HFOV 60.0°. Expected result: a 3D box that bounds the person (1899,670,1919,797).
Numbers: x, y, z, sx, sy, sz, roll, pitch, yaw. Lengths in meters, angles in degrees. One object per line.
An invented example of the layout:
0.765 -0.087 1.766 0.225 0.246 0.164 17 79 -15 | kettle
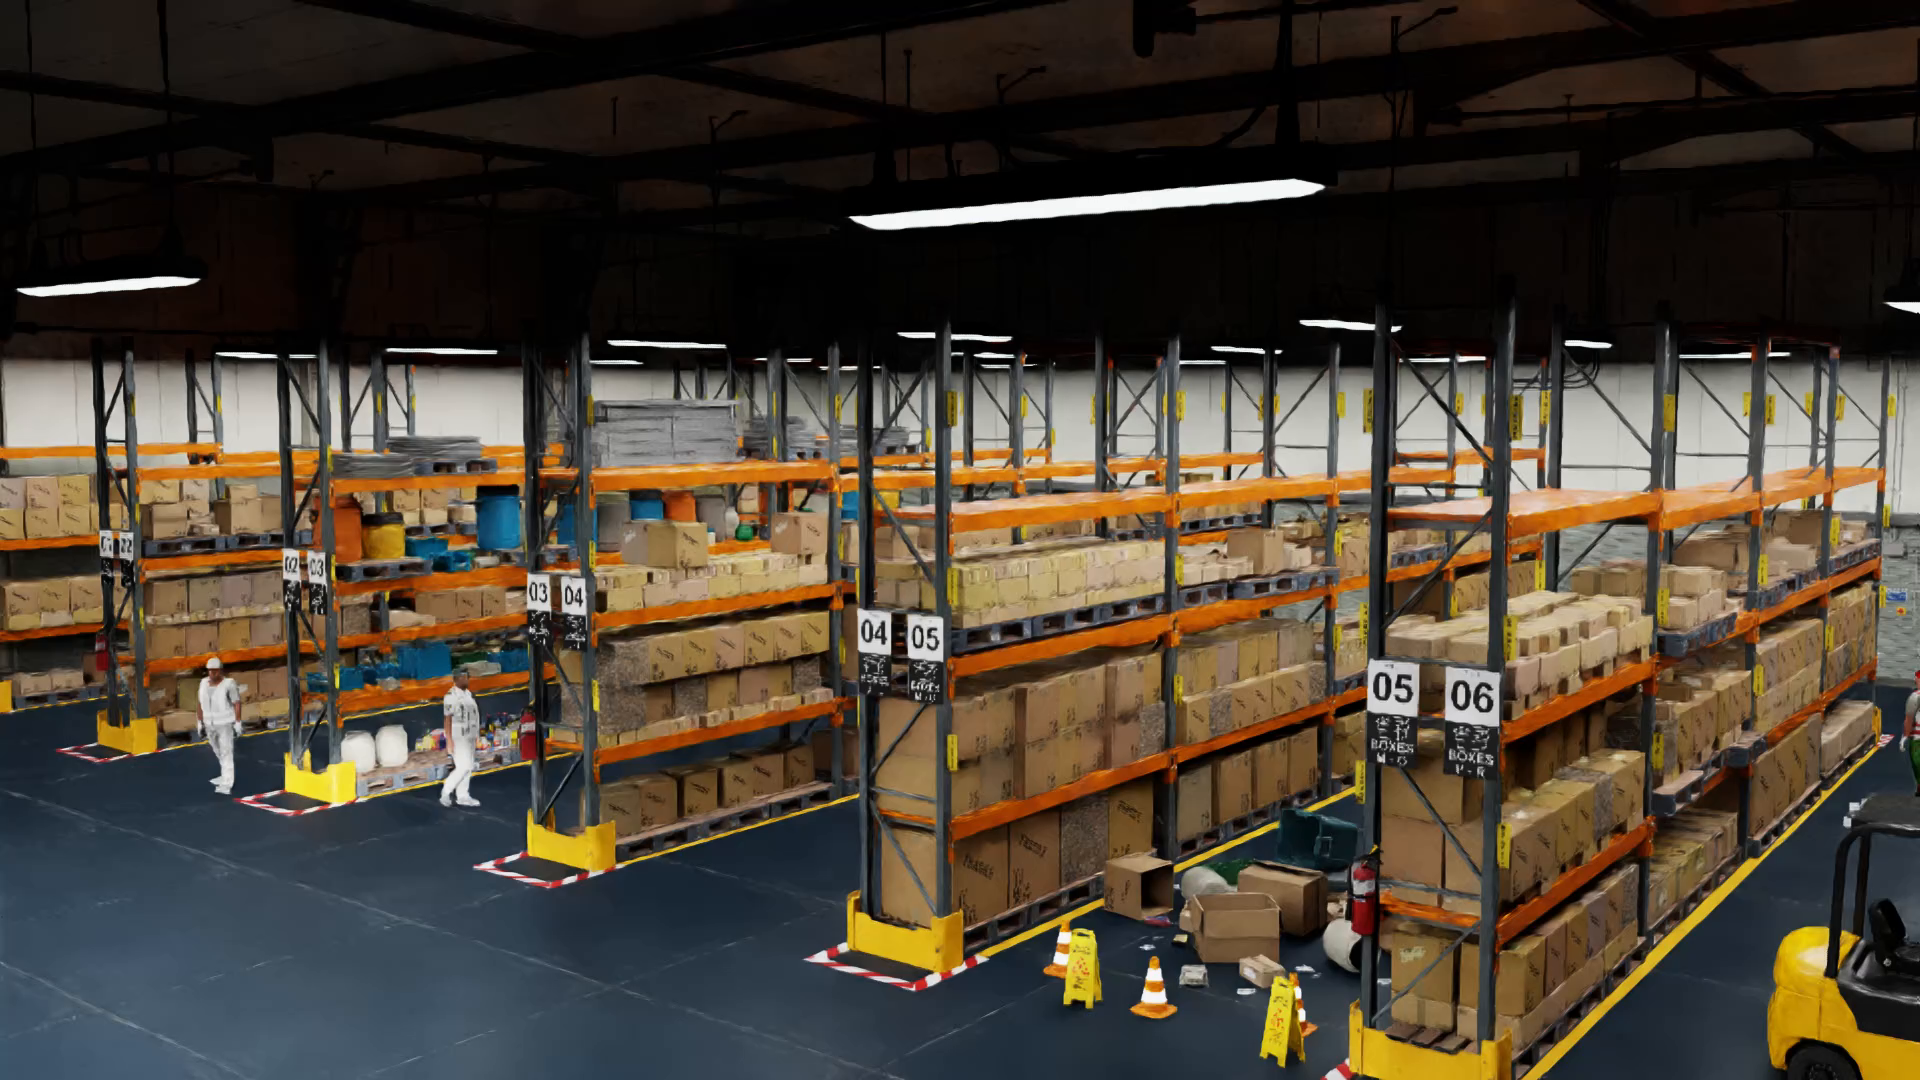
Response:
11.935 2.462 20.657 0.655 1.785 0.577 -2 5 -22 | person

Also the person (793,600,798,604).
-3.697 0.929 38.607 0.636 1.730 0.432 -3 6 -35 | person

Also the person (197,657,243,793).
-9.666 2.393 21.677 0.637 1.741 0.893 1 5 11 | person

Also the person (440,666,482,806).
-6.292 2.471 20.905 0.467 1.755 0.578 1 5 10 | person
